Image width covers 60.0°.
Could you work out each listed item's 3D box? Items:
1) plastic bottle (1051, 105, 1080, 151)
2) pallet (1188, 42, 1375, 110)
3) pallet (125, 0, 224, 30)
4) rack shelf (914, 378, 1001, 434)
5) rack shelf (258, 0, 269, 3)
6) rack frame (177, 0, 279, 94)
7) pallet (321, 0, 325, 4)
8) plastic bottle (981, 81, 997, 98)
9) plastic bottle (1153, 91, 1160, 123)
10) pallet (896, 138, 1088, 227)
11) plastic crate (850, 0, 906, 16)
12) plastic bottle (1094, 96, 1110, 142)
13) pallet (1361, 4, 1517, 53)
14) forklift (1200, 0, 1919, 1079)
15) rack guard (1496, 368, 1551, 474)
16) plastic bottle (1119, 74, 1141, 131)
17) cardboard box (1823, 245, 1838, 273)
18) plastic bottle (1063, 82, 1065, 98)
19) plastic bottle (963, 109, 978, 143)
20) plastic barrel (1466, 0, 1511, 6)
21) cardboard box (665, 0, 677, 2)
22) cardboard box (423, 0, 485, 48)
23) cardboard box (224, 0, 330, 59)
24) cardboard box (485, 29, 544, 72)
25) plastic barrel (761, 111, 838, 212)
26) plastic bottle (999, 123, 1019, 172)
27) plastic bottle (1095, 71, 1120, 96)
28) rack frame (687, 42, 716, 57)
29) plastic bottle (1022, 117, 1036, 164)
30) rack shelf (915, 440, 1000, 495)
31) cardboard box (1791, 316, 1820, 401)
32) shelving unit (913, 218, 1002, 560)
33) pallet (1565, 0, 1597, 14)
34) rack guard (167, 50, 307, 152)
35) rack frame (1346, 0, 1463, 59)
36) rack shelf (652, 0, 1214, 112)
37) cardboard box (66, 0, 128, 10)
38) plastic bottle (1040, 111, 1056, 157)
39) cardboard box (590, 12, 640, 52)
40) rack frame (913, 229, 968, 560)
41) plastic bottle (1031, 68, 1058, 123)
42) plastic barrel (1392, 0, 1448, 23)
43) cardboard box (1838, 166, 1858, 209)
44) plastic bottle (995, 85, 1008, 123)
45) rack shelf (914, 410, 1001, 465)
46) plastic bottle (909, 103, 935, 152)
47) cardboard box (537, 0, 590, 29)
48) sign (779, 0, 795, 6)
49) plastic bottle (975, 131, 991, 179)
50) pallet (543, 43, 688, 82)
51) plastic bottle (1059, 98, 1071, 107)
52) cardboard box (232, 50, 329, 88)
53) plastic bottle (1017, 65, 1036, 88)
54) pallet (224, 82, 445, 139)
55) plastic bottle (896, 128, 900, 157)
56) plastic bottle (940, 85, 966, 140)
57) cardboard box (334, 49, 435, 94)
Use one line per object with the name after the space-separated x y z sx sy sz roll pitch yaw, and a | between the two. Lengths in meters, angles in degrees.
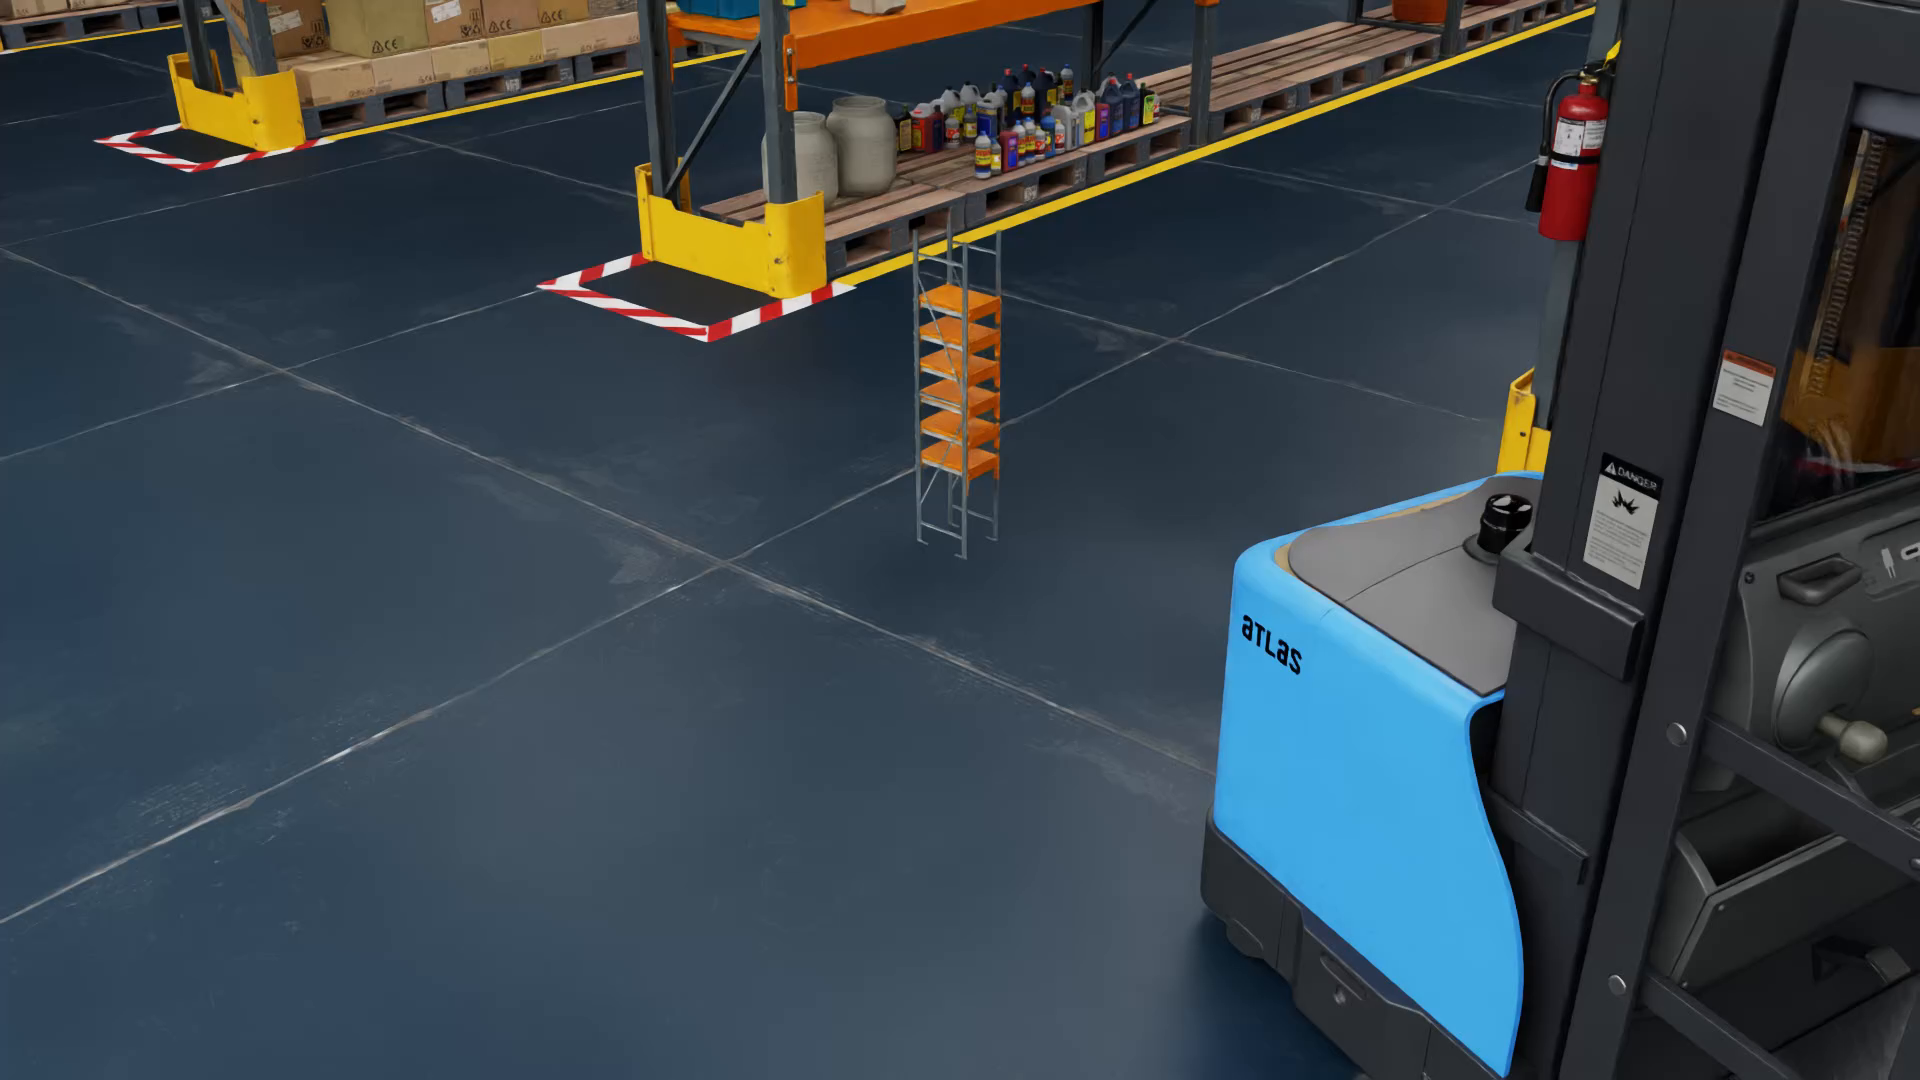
0.666 -2.623 10.541 0.152 0.276 0.135 21 34 35 | plastic bottle
2.533 -3.675 13.123 1.003 0.211 1.213 21 34 34 | pallet
-7.533 -5.163 16.000 1.003 0.211 1.213 21 34 34 | pallet
-0.009 -0.488 5.985 0.258 0.103 0.180 21 34 34 | rack shelf
-3.804 -4.609 12.678 1.077 0.370 4.000 21 34 34 | rack shelf
-5.077 -4.220 11.142 1.000 3.000 0.127 21 34 34 | rack frame
-6.757 -5.597 16.840 1.003 0.211 1.213 21 34 34 | pallet
0.197 -2.900 11.068 0.061 0.283 0.133 23 35 37 | plastic bottle
1.297 -2.922 11.200 0.097 0.201 0.097 0 27 0 | plastic bottle
0.052 -2.290 10.447 1.003 0.211 1.213 21 34 34 | pallet
-0.439 -2.877 8.833 0.298 0.136 0.250 21 34 34 | plastic crate
0.907 -2.727 10.735 0.061 0.283 0.133 23 35 38 | plastic bottle
4.301 -4.660 15.029 1.003 0.211 1.213 21 34 34 | pallet
1.787 0.150 2.770 1.130 2.935 3.031 -15 31 -26 | forklift
2.613 -0.240 6.169 1.175 0.500 0.348 21 34 34 | rack guard
1.100 -2.895 10.986 0.144 0.351 0.185 20 33 33 | plastic bottle
3.742 -1.054 7.287 0.500 0.500 0.500 25 36 39 | cardboard box
0.682 -3.120 11.584 0.097 0.201 0.097 0 27 0 | plastic bottle
0.066 -2.673 10.719 0.097 0.201 0.097 0 27 0 | plastic bottle
4.848 -5.301 15.401 0.600 0.588 0.708 21 34 34 | plastic barrel
-2.492 -4.835 14.867 0.500 0.250 0.500 20 34 34 | cardboard box
-3.939 -4.002 12.441 0.500 0.500 0.500 21 34 34 | cardboard box
-4.965 -3.795 12.041 0.500 0.500 0.500 21 34 34 | cardboard box
-3.608 -3.841 12.946 0.500 0.250 0.500 21 34 34 | cardboard box
-0.897 -2.108 9.311 0.421 0.512 0.421 0 27 0 | plastic barrel
0.295 -2.386 10.076 0.061 0.283 0.133 21 34 35 | plastic bottle
0.989 -2.937 11.067 0.144 0.351 0.185 21 34 34 | plastic bottle
-2.532 -5.638 13.884 1.000 3.000 0.127 21 34 34 | rack frame
0.419 -2.463 10.237 0.097 0.271 0.097 0 27 0 | plastic bottle
-0.009 -0.275 6.095 0.258 0.103 0.180 21 34 34 | rack shelf
2.975 -0.616 6.439 0.500 0.500 0.500 -21 34 -35 | cardboard box
-0.009 -0.528 5.964 0.258 1.200 0.189 21 34 34 | shelving unit
5.853 -5.525 16.701 1.003 0.211 1.213 21 34 34 | pallet
-5.092 -3.101 11.700 1.175 0.500 0.348 21 34 34 | rack guard
3.832 -5.607 13.824 1.000 3.000 0.127 21 34 34 | rack frame
0.015 -3.160 9.877 1.077 0.370 4.000 21 34 34 | rack shelf
-8.029 -5.088 15.269 0.500 0.311 0.500 24 36 38 | cardboard box
0.547 -2.535 10.376 0.097 0.271 0.097 0 27 0 | plastic bottle
-2.984 -4.200 13.640 0.500 0.250 0.500 21 34 34 | cardboard box
-0.067 -0.495 5.902 0.240 1.200 0.006 21 34 34 | rack frame
0.565 -3.001 11.190 0.144 0.351 0.185 21 34 34 | plastic bottle
4.130 -5.008 14.571 0.600 0.830 0.708 21 34 34 | plastic barrel
2.930 -1.243 5.661 0.380 0.149 0.250 21 34 34 | cardboard box
0.269 -2.878 11.038 0.097 0.271 0.097 0 27 0 | plastic bottle
-0.009 -0.382 6.040 0.258 0.103 0.180 21 34 34 | rack shelf
-0.245 -2.617 10.530 0.152 0.276 0.135 21 34 35 | plastic bottle
-3.301 -4.356 13.124 0.500 0.500 0.500 21 34 34 | cardboard box
-0.835 -2.731 7.964 0.100 0.325 0.005 21 34 34 | sign
0.137 -2.306 9.934 0.097 0.271 0.097 0 27 0 | plastic bottle
-3.070 -4.130 14.003 1.003 0.211 1.213 21 34 34 | pallet
0.677 -2.703 10.689 0.061 0.283 0.133 21 34 34 | plastic bottle
-4.963 -3.461 12.212 0.500 0.250 0.500 21 34 34 | cardboard box
0.454 -3.043 11.271 0.144 0.351 0.185 22 34 36 | plastic bottle
-4.622 -3.265 12.331 1.003 0.211 1.213 21 34 34 | pallet
-0.427 -2.502 10.389 0.097 0.201 0.097 0 27 0 | plastic bottle
-0.055 -2.759 10.723 0.144 0.351 0.185 22 35 36 | plastic bottle
-4.249 -3.488 12.264 0.500 0.250 0.500 21 34 34 | cardboard box
